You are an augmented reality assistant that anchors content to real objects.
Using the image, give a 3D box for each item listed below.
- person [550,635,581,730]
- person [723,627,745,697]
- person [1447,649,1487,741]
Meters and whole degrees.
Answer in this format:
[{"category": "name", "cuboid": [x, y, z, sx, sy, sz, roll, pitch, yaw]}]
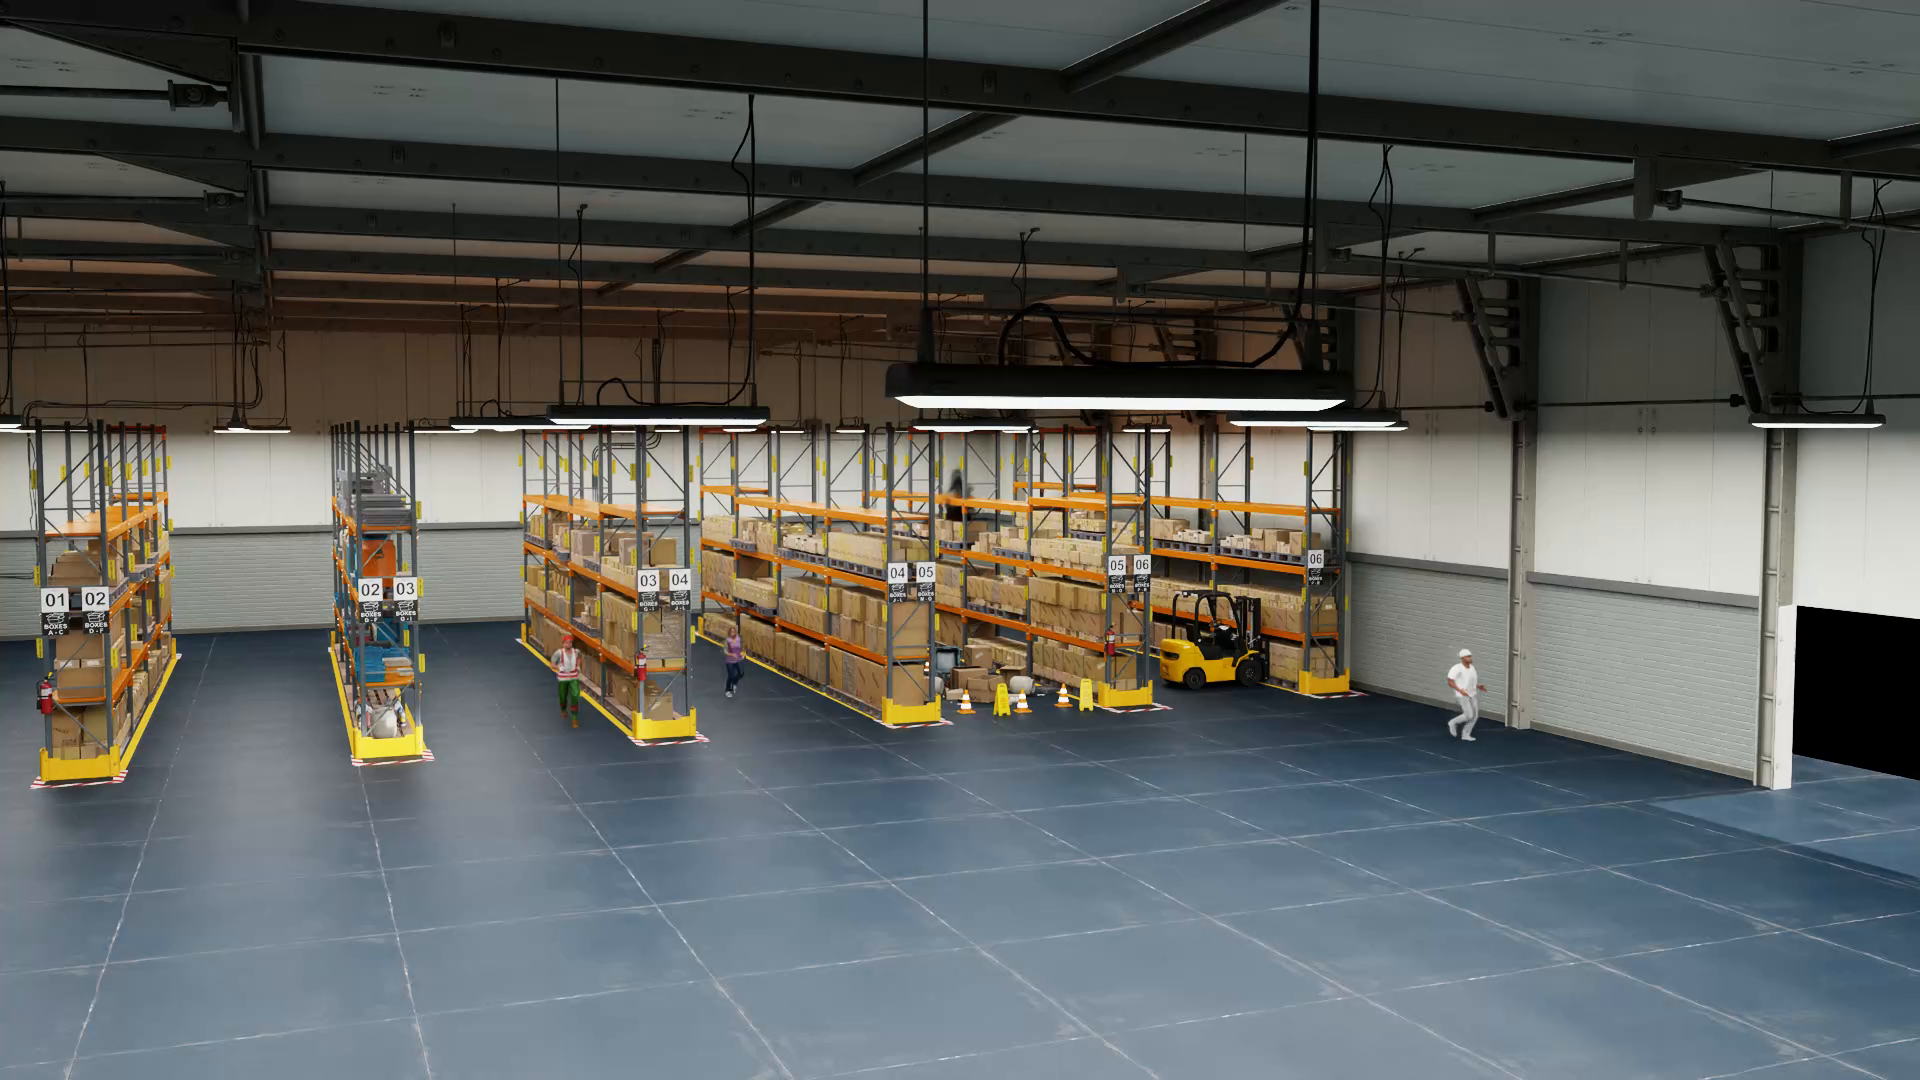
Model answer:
[{"category": "person", "cuboid": [-7.782, 2.783, 32.870, 0.621, 1.818, 1.088, -1, 4, -19]}, {"category": "person", "cuboid": [-4.920, 2.668, 36.364, 0.567, 1.555, 0.700, -2, 4, -28]}, {"category": "person", "cuboid": [9.501, 2.911, 31.227, 0.698, 1.718, 0.606, -2, 4, -34]}]
